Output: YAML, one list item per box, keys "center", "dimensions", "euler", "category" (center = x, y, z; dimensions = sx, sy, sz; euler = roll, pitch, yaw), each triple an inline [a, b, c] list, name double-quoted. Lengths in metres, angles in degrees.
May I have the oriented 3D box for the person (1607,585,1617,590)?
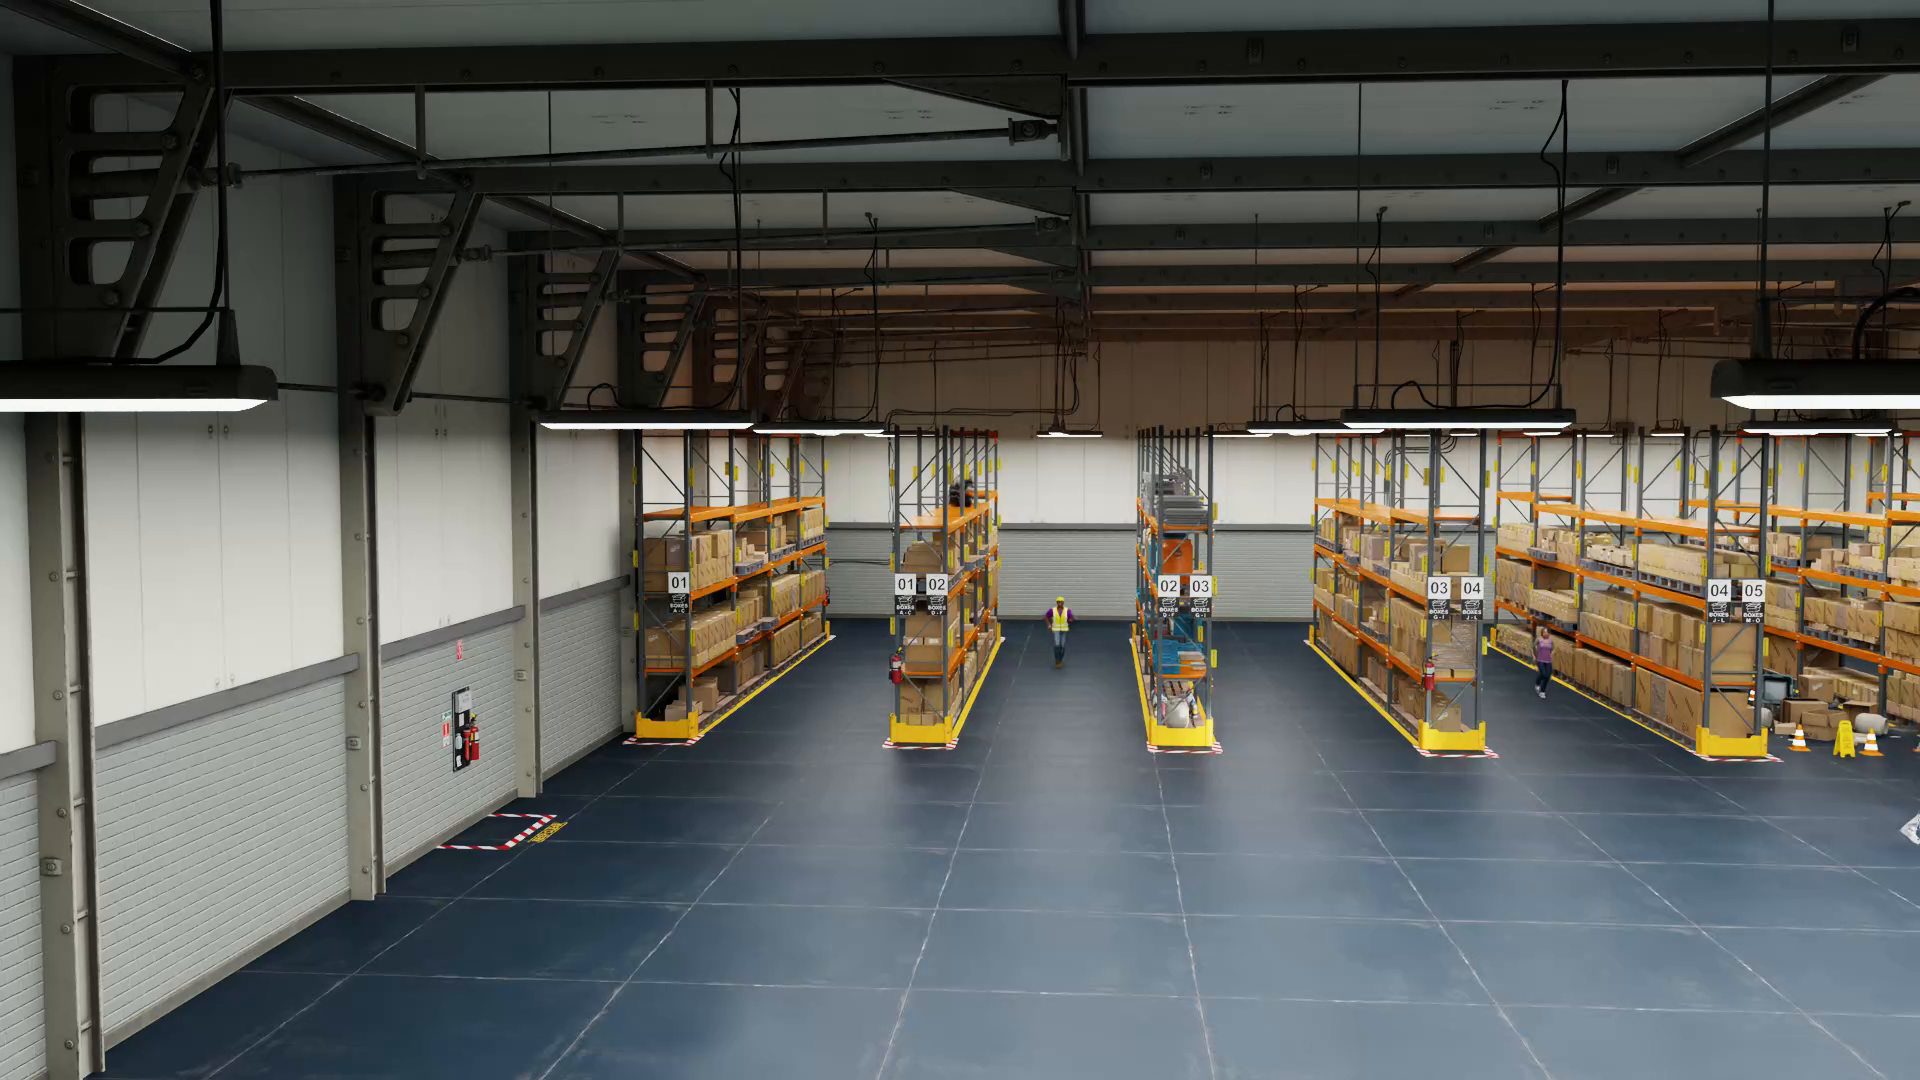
- center: [18.644, 2.089, 47.271]
  dimensions: [0.655, 1.637, 0.608]
  euler: [0, 3, 7]
  category: "person"

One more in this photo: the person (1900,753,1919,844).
- center: [13.639, 3.414, 23.087]
  dimensions: [0.972, 1.787, 0.682]
  euler: [2, 4, 30]
  category: "person"

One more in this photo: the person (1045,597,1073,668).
- center: [2.521, 2.333, 41.908]
  dimensions: [0.675, 1.822, 0.704]
  euler: [0, 3, -5]
  category: "person"

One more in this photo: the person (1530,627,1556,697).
- center: [12.974, 2.724, 36.916]
  dimensions: [0.528, 1.562, 0.543]
  euler: [0, 3, 2]
  category: "person"
